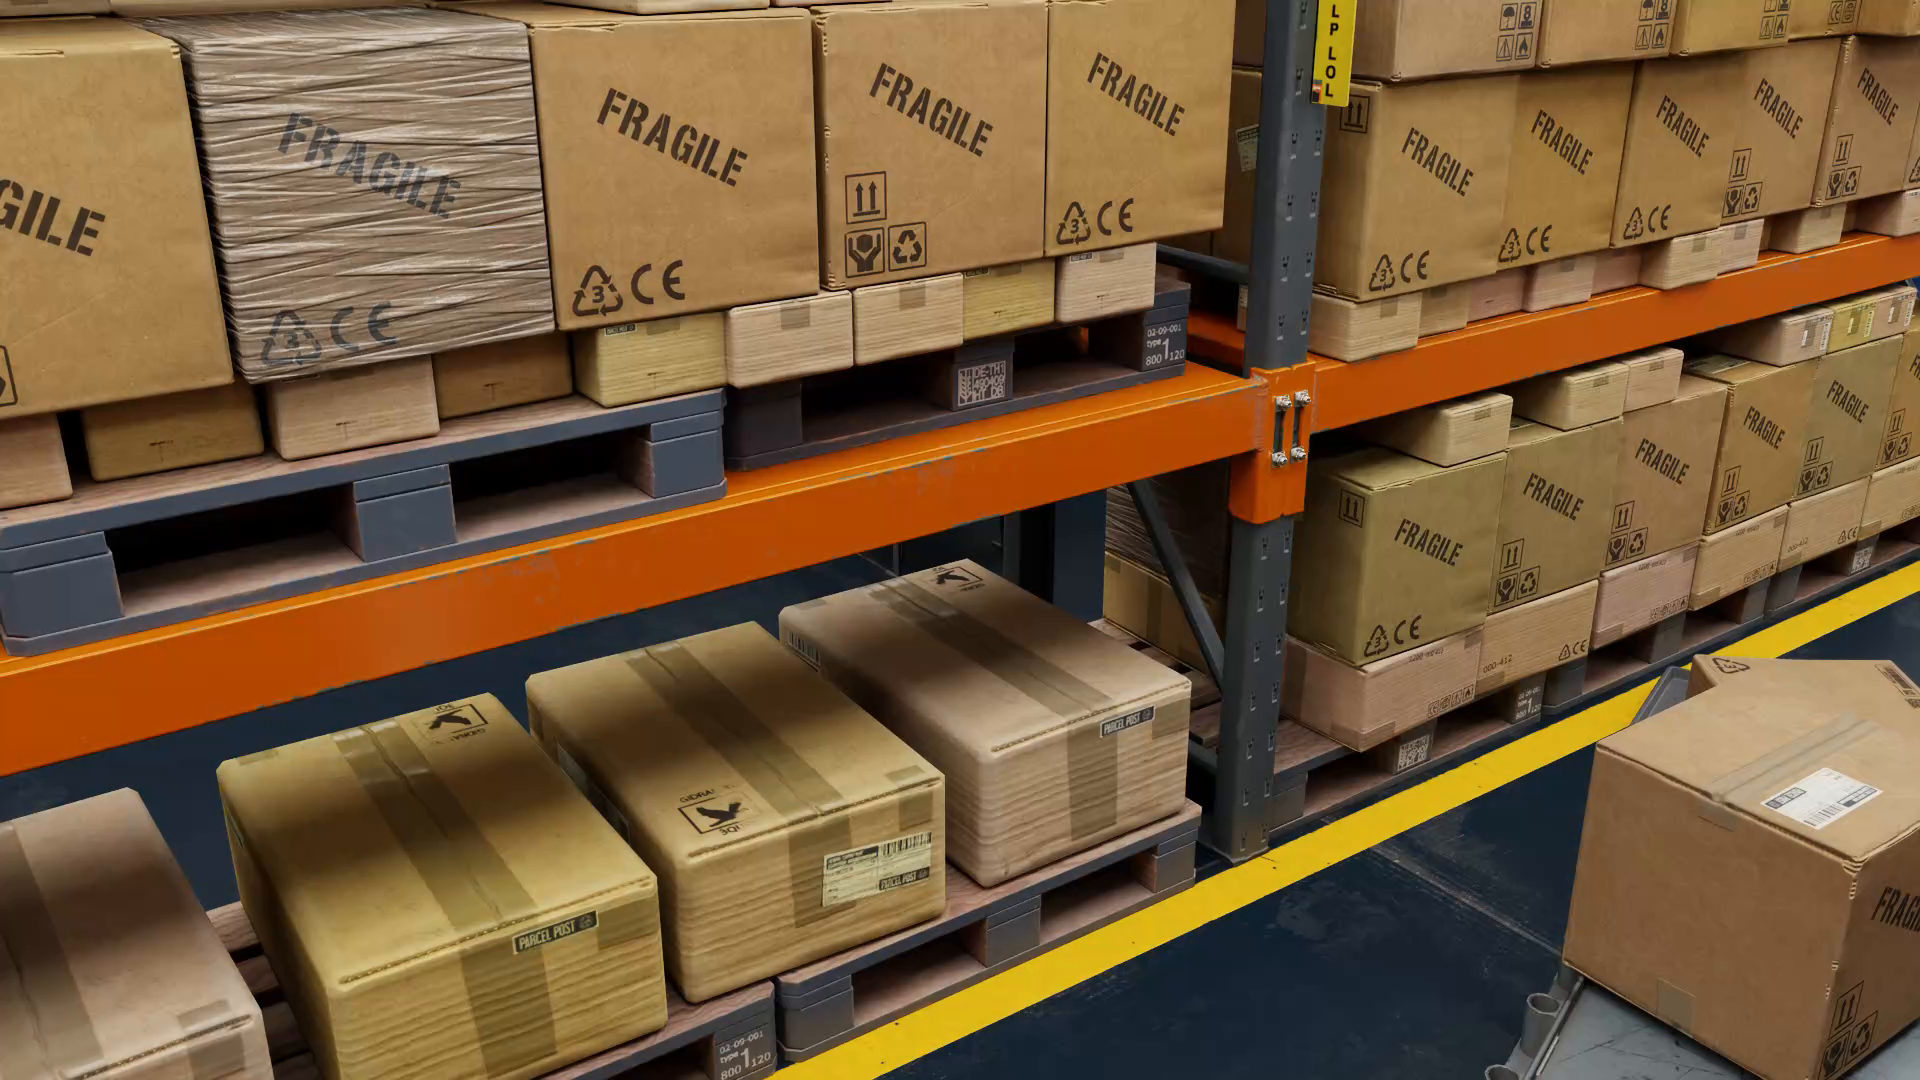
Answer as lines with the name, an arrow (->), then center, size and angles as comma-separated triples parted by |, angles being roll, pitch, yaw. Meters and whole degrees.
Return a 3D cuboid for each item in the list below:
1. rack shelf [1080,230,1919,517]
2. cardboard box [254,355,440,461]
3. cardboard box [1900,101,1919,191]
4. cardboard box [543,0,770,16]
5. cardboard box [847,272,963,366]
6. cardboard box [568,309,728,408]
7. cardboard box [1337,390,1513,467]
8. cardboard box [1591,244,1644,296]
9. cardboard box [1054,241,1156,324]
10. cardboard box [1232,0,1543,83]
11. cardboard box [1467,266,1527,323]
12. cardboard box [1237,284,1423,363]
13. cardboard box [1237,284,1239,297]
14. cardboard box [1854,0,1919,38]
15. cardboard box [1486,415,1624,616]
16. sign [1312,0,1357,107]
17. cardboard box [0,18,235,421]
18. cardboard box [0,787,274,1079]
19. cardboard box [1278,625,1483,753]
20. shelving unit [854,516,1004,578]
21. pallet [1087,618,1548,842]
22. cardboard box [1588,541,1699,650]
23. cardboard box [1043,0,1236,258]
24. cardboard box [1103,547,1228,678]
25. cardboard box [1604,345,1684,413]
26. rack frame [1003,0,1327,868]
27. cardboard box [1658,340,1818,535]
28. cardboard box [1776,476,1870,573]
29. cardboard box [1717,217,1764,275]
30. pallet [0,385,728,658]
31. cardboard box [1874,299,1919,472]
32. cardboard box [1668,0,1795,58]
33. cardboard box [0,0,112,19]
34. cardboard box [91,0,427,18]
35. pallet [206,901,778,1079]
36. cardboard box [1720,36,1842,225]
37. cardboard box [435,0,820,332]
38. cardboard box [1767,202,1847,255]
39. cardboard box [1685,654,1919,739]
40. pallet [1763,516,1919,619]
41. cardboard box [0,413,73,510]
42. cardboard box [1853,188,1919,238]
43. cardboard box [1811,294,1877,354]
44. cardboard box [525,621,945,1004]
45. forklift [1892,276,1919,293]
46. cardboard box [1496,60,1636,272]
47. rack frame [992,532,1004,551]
rack shelf -> 2.089, -0.812, 5.354 | 4.000, 0.370, 1.077 | -15, 26, -33
cardboard box -> -1.069, -0.275, 2.811 | 0.250, 0.149, 0.380 | -14, 26, -31
cardboard box -> 3.023, -1.456, 5.462 | 0.500, 0.500, 0.500 | -15, 26, -33
cardboard box -> -0.538, -1.006, 2.893 | 0.250, 0.149, 0.380 | -16, 27, -35
cardboard box -> -0.204, -0.479, 3.321 | 0.250, 0.149, 0.380 | -15, 26, -34
cardboard box -> -0.628, -0.380, 3.075 | 0.250, 0.149, 0.380 | -15, 26, -33
cardboard box -> 1.238, -0.336, 4.447 | 0.250, 0.149, 0.380 | -14, 26, -32
cardboard box -> 1.700, -0.815, 4.731 | 0.250, 0.149, 0.380 | -15, 26, -33
cardboard box -> 0.209, -0.597, 3.617 | 0.250, 0.149, 0.380 | -14, 26, -32
cardboard box -> 0.949, -1.392, 3.952 | 0.500, 0.500, 0.700 | -15, 26, -33
cardboard box -> 1.281, -0.705, 4.455 | 0.250, 0.149, 0.380 | -15, 26, -33
cardboard box -> 0.908, -0.568, 4.111 | 0.250, 0.149, 0.380 | -15, 26, -33
cardboard box -> 0.746, -0.814, 4.727 | 0.250, 0.149, 0.380 | -14, 26, -32
cardboard box -> 2.656, -1.803, 4.982 | 0.500, 0.500, 0.700 | -15, 26, -33
cardboard box -> 1.529, -0.145, 4.844 | 0.500, 0.500, 0.500 | -14, 26, -31
sign -> 0.792, -1.085, 3.505 | 0.005, 0.325, 0.100 | -15, 26, -33
cardboard box -> -1.435, -0.486, 2.465 | 0.500, 0.500, 0.500 | -14, 26, -32
cardboard box -> -1.723, 0.897, 3.081 | 0.625, 0.372, 0.950 | -16, 27, -34
cardboard box -> 1.102, 0.323, 4.684 | 0.500, 0.250, 0.500 | -16, 27, -35
shelving unit -> -0.134, -0.939, 5.917 | 0.503, 2.100, 0.431 | -15, 26, -33
pallet -> 0.990, 0.426, 5.044 | 1.213, 0.211, 1.003 | -15, 26, -33
cardboard box -> 1.958, 0.088, 5.272 | 0.500, 0.250, 0.500 | -15, 26, -34
cardboard box -> 0.224, -0.924, 3.561 | 0.500, 0.500, 0.500 | -15, 26, -34
cardboard box -> 0.788, 0.160, 5.091 | 0.500, 0.250, 0.500 | -14, 25, -30
cardboard box -> 1.871, -0.507, 4.876 | 0.250, 0.149, 0.380 | -13, 25, -30
rack frame -> 0.465, -0.713, 4.136 | 0.127, 3.000, 1.000 | -15, 26, -33
cardboard box -> 2.379, -0.372, 5.413 | 0.500, 0.500, 0.500 | -16, 27, -34
cardboard box -> 2.788, -0.131, 5.821 | 0.500, 0.250, 0.500 | -15, 26, -33
cardboard box -> 2.140, -0.905, 4.956 | 0.250, 0.149, 0.380 | -15, 26, -33
pallet -> -1.199, -0.199, 3.106 | 1.213, 0.211, 1.003 | -15, 26, -33
cardboard box -> 3.214, -0.593, 5.967 | 0.500, 0.500, 0.500 | -15, 26, -33
cardboard box -> 1.800, -1.596, 4.465 | 0.500, 0.500, 0.700 | -16, 27, -34
cardboard box -> -1.619, -0.967, 2.794 | 0.250, 0.149, 0.380 | -16, 27, -35
cardboard box -> -1.309, -0.751, 3.129 | 0.500, 0.500, 0.500 | -16, 27, -35
pallet -> -1.157, 1.017, 3.564 | 1.213, 0.211, 1.003 | -15, 26, -33
cardboard box -> 2.193, -1.245, 4.932 | 0.500, 0.500, 0.500 | -15, 26, -32
cardboard box -> -0.600, -0.706, 3.015 | 0.500, 0.500, 0.500 | -14, 26, -31
cardboard box -> 2.536, -1.019, 5.241 | 0.250, 0.149, 0.380 | -15, 26, -33
cardboard box -> 2.130, 0.624, 4.154 | 0.500, 0.500, 0.500 | 2, 22, 4
pallet -> 2.970, -0.102, 6.367 | 1.213, 0.211, 1.003 | -15, 26, -33
cardboard box -> -1.526, -0.165, 2.536 | 0.250, 0.149, 0.380 | -13, 25, -30
cardboard box -> 2.981, -1.115, 5.481 | 0.250, 0.149, 0.380 | -14, 26, -32
cardboard box -> 2.749, -0.741, 5.463 | 0.250, 0.149, 0.380 | -14, 26, -32
cardboard box -> -0.541, 0.583, 3.866 | 0.625, 0.372, 0.950 | -13, 25, -30
forklift -> 3.113, -2.133, 7.786 | 3.031, 2.935, 1.130 | 12, 25, 27
cardboard box -> 1.379, -1.025, 4.380 | 0.500, 0.500, 0.500 | -15, 26, -33
rack frame -> 0.064, -0.992, 6.050 | 0.015, 2.100, 0.400 | -15, 26, -33
